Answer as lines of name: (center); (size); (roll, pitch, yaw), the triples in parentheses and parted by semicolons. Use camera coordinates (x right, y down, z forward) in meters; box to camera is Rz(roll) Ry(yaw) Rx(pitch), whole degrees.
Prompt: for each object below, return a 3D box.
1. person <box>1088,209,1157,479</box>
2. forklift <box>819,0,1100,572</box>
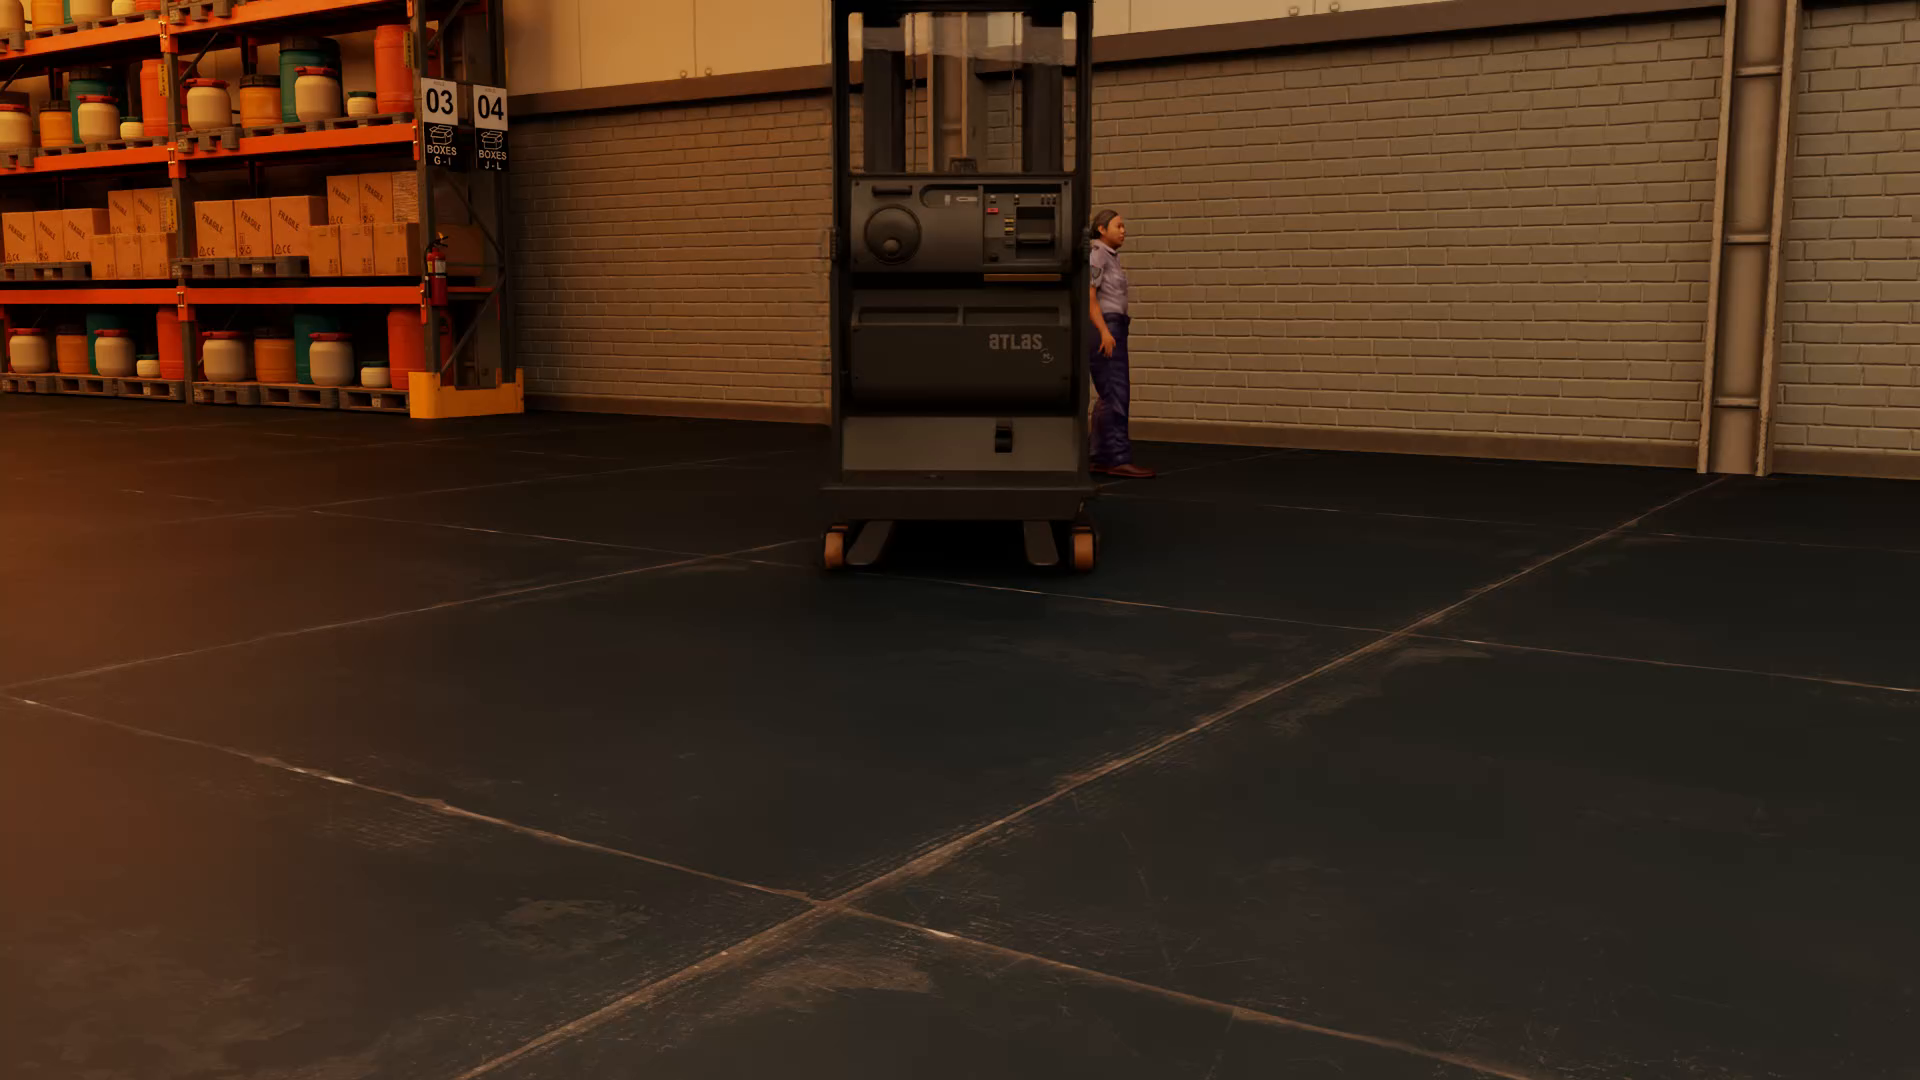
person: (0.997, -1.231, 10.406); (0.497, 1.653, 0.623); (1, 8, 8)
forklift: (0.003, -1.364, 6.784); (1.130, 2.935, 3.031); (0, 8, 1)
